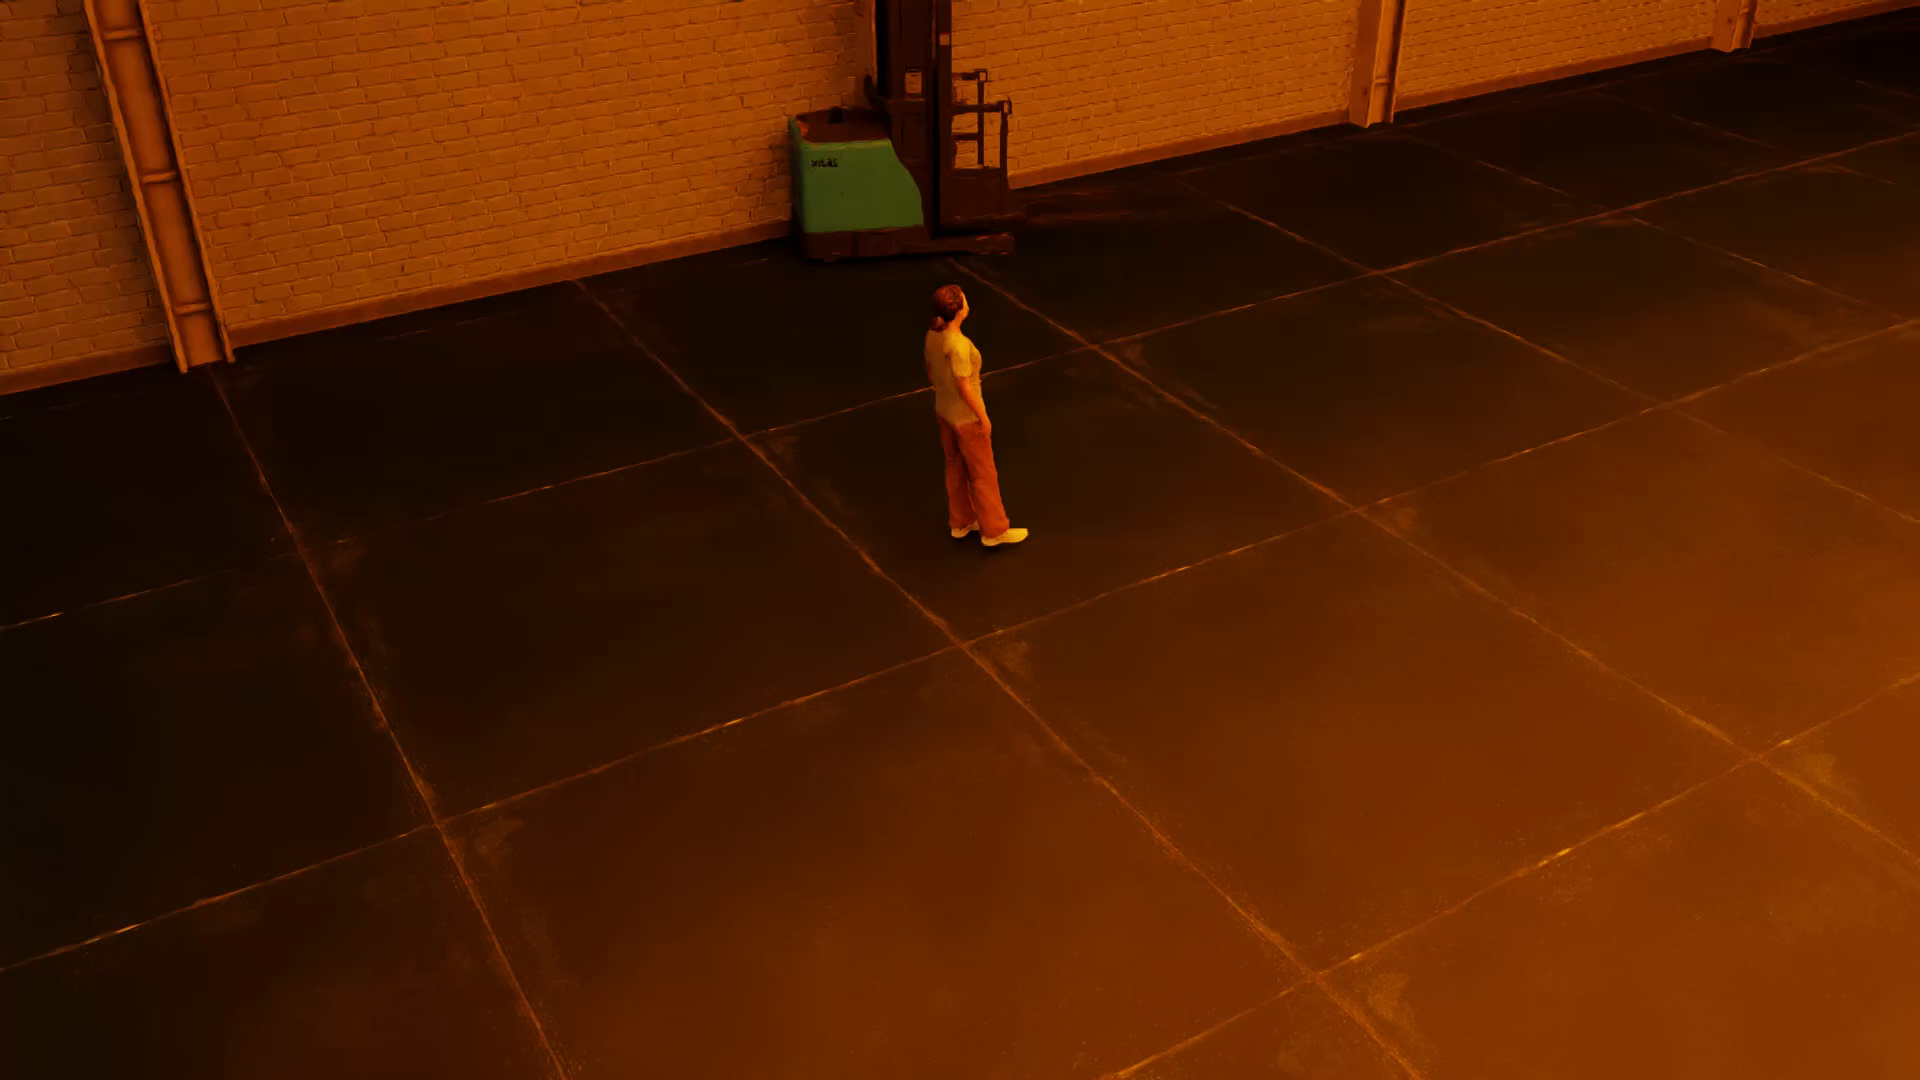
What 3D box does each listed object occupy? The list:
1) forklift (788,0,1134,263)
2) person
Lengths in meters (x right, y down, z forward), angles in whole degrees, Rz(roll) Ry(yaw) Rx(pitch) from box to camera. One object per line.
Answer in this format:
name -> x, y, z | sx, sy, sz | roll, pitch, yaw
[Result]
forklift -> 0.023, -4.037, 14.389 | 3.031, 2.935, 1.130 | -6, 31, -9
person -> 0.078, -0.771, 10.078 | 0.527, 1.660, 0.554 | -17, 35, -26
